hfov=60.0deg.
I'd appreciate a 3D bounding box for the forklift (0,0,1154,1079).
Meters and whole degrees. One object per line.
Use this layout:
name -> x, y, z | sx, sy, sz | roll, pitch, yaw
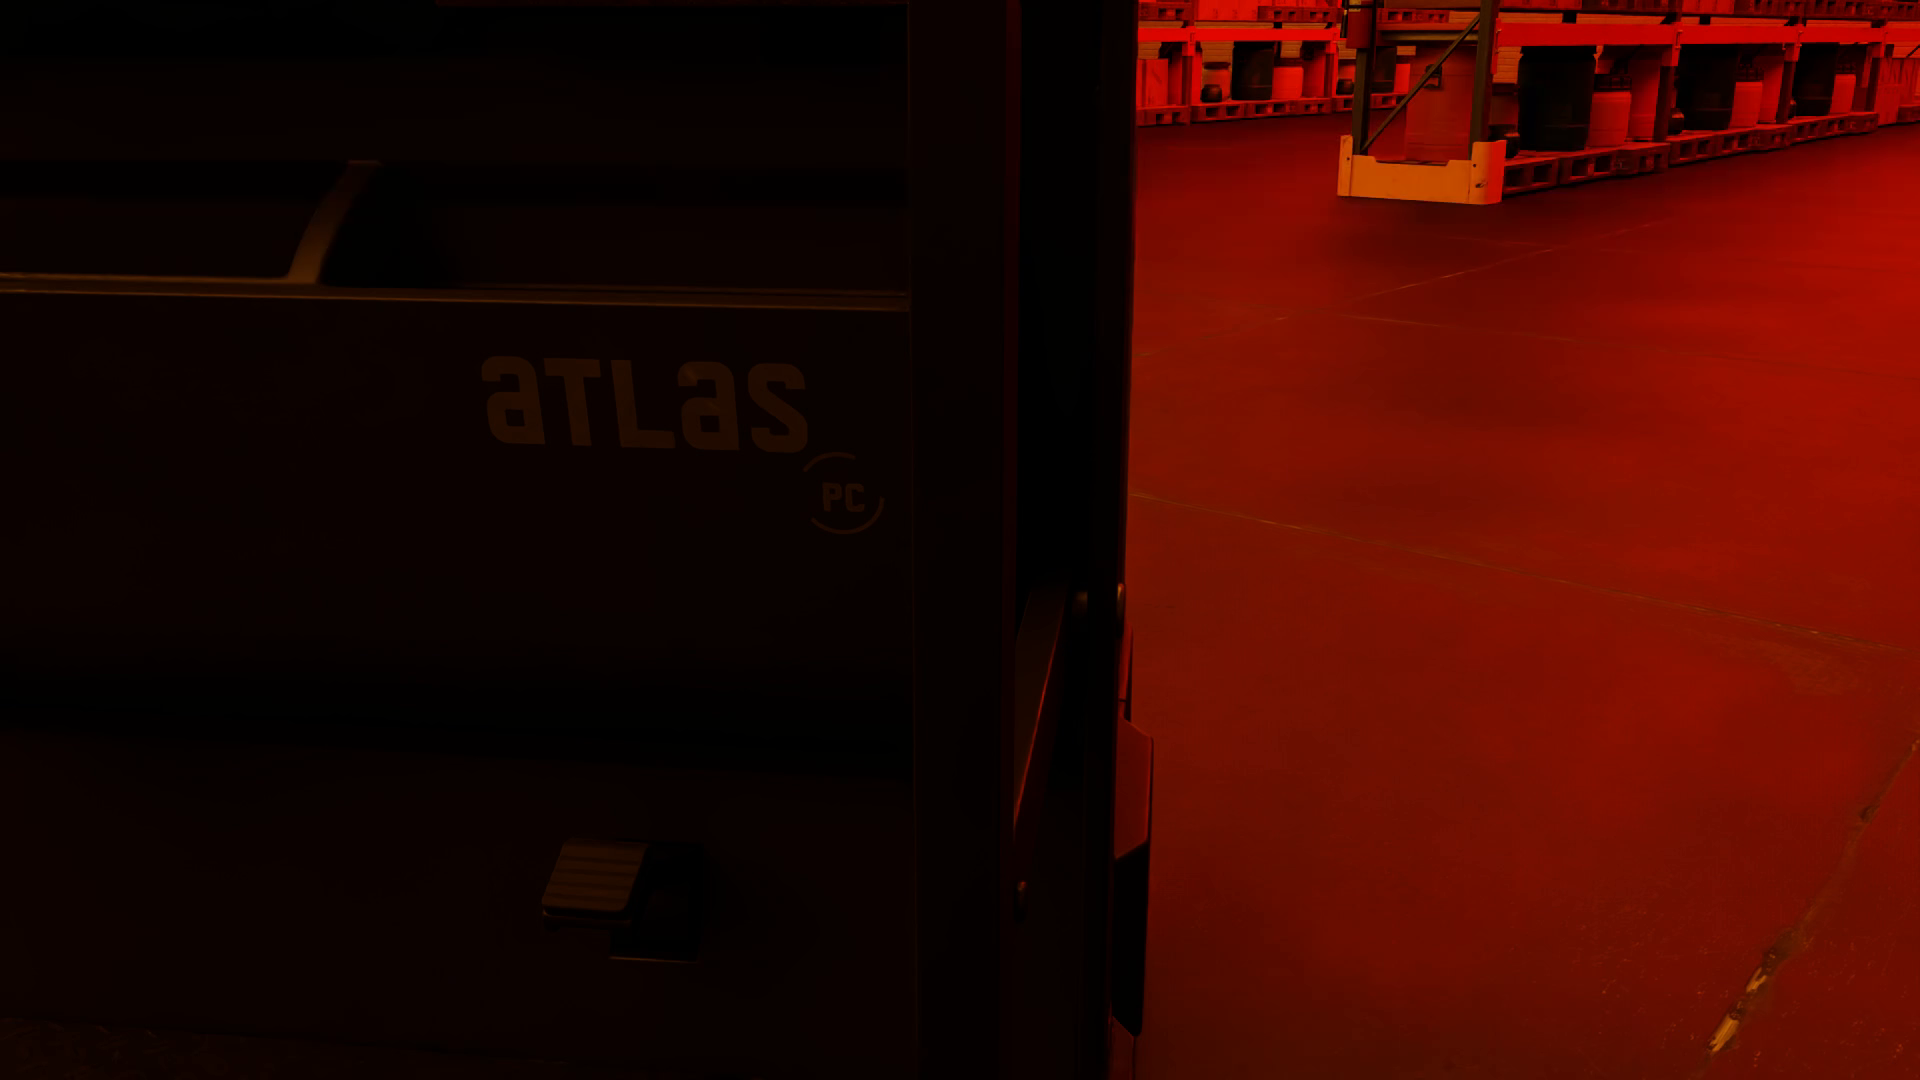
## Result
forklift -> -0.454, -0.587, 0.830 | 1.130, 2.935, 3.031 | 2, 17, 7
